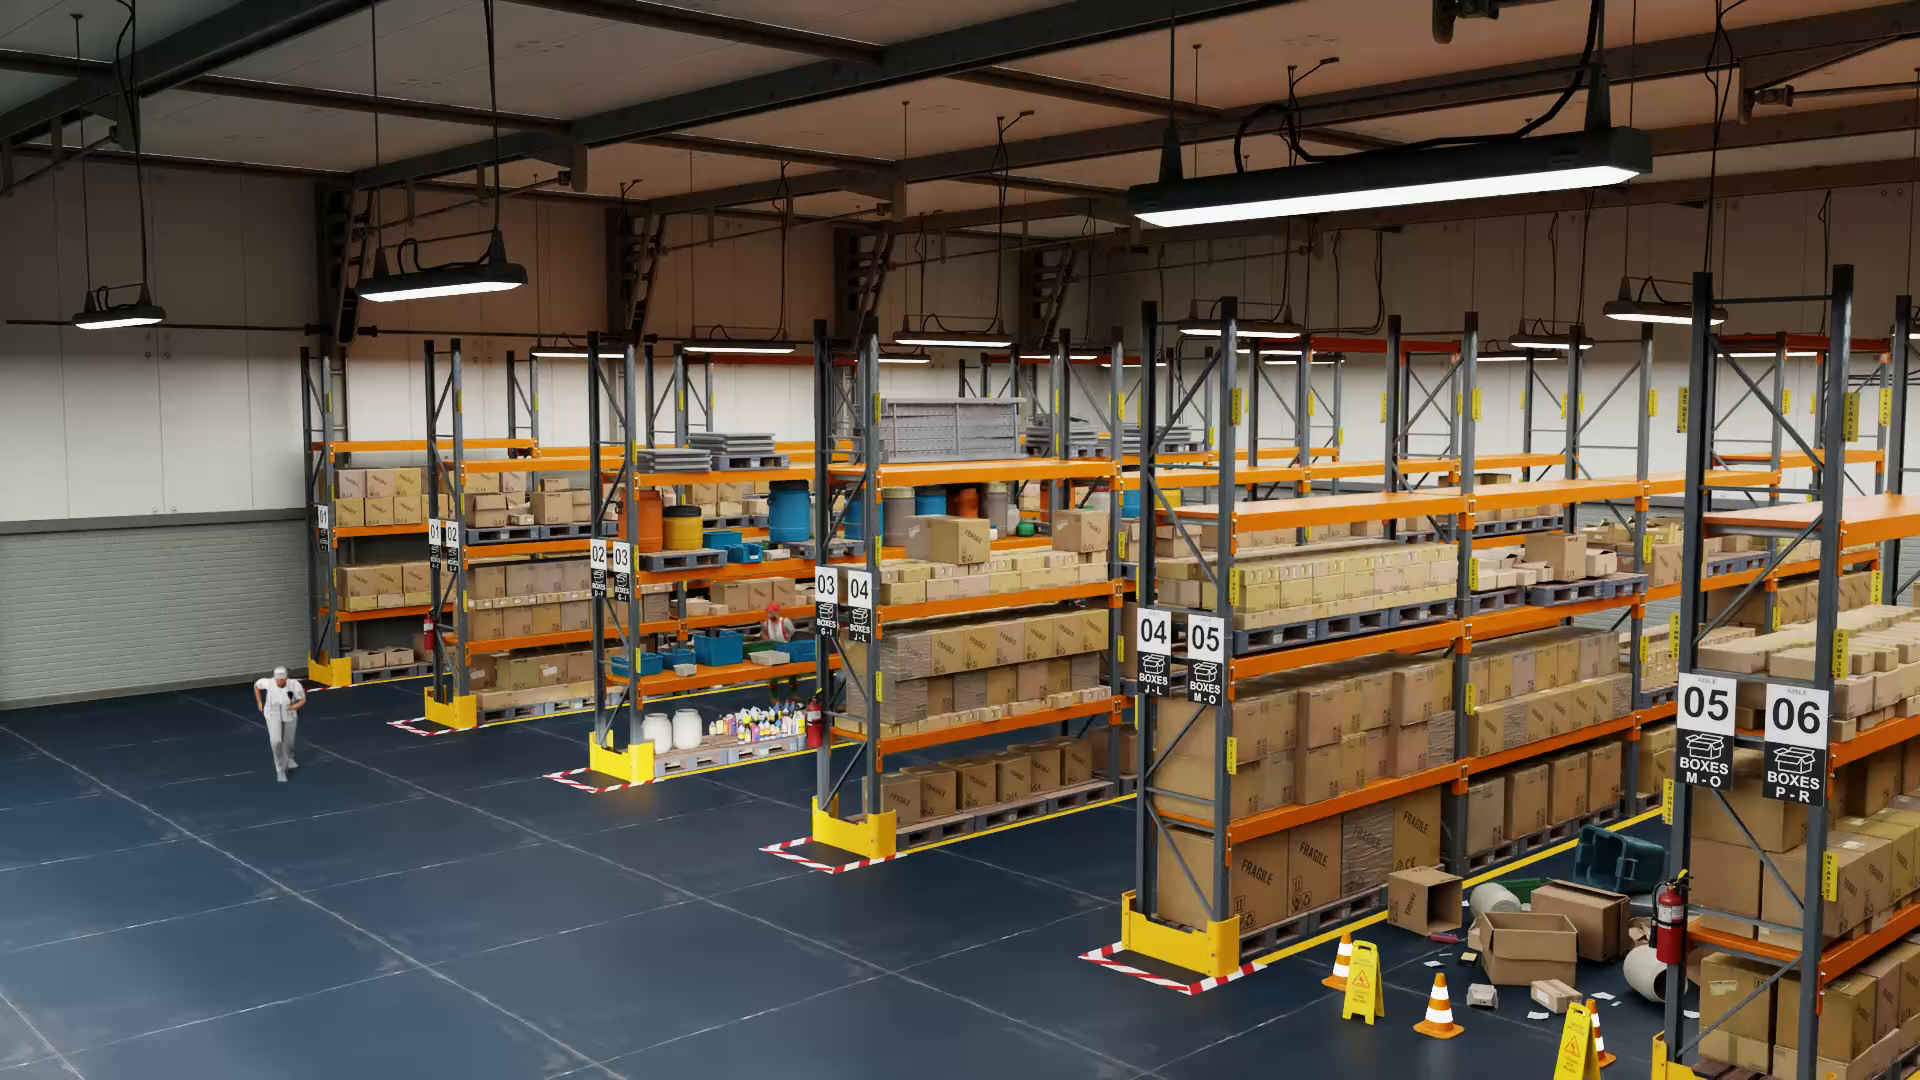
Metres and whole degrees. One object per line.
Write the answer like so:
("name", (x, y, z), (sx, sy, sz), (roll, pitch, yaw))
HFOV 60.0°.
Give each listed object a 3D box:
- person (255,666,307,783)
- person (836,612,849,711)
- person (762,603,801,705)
("person", (-9.118, 2.453, 22.362), (0.647, 1.619, 1.003), (-2, 5, -20))
("person", (-1.835, 1.924, 27.261), (0.698, 1.716, 0.768), (4, 7, 41))
("person", (-3.003, 1.900, 27.698), (0.679, 1.738, 0.817), (0, 5, -2))
